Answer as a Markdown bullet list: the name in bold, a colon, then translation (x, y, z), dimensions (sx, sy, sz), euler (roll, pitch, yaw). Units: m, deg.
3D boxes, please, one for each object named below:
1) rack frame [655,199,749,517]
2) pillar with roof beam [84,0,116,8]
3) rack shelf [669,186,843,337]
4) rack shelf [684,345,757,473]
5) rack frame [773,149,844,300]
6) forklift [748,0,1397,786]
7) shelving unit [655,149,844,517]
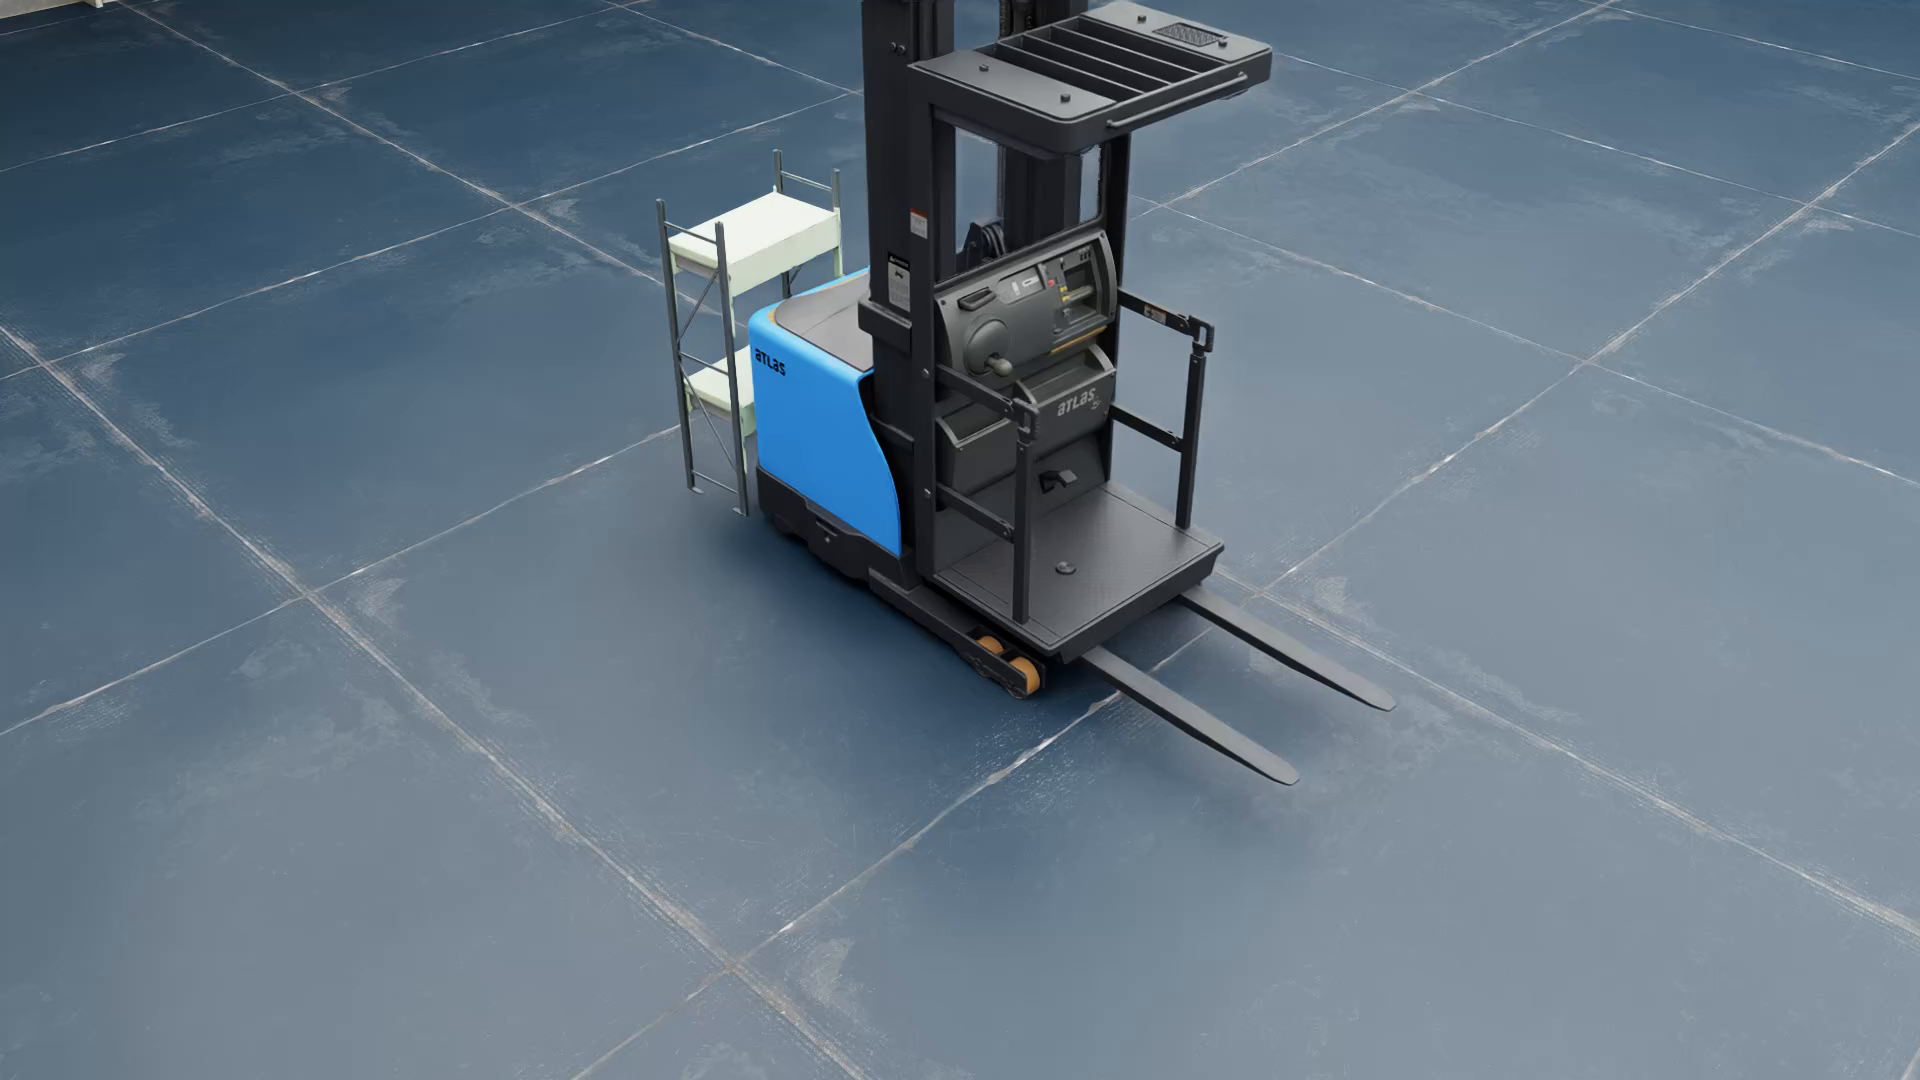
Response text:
- **rack frame**: translation (-1.167, -0.801, 7.587), dimensions (0.400, 1.500, 0.023), euler (25, 42, 31)
- **pillar with roof beam**: translation (-4.350, -6.682, 9.465), dimensions (9.100, 9.000, 0.400), euler (30, 45, 35)
- **rack shelf**: translation (-0.937, -1.283, 7.597), dimensions (0.431, 0.370, 0.720), euler (25, 42, 31)
- **rack shelf**: translation (-0.937, -0.696, 8.007), dimensions (0.431, 0.370, 0.720), euler (25, 42, 31)
- **rack frame**: translation (-0.707, -1.126, 8.054), dimensions (0.400, 1.500, 0.023), euler (25, 42, 31)
- **forklift**: translation (0.422, -0.886, 6.458), dimensions (1.130, 2.935, 3.031), euler (-28, 44, -34)
- **shelving unit**: translation (-0.937, -0.963, 7.820), dimensions (0.431, 1.500, 0.755), euler (25, 42, 31)
